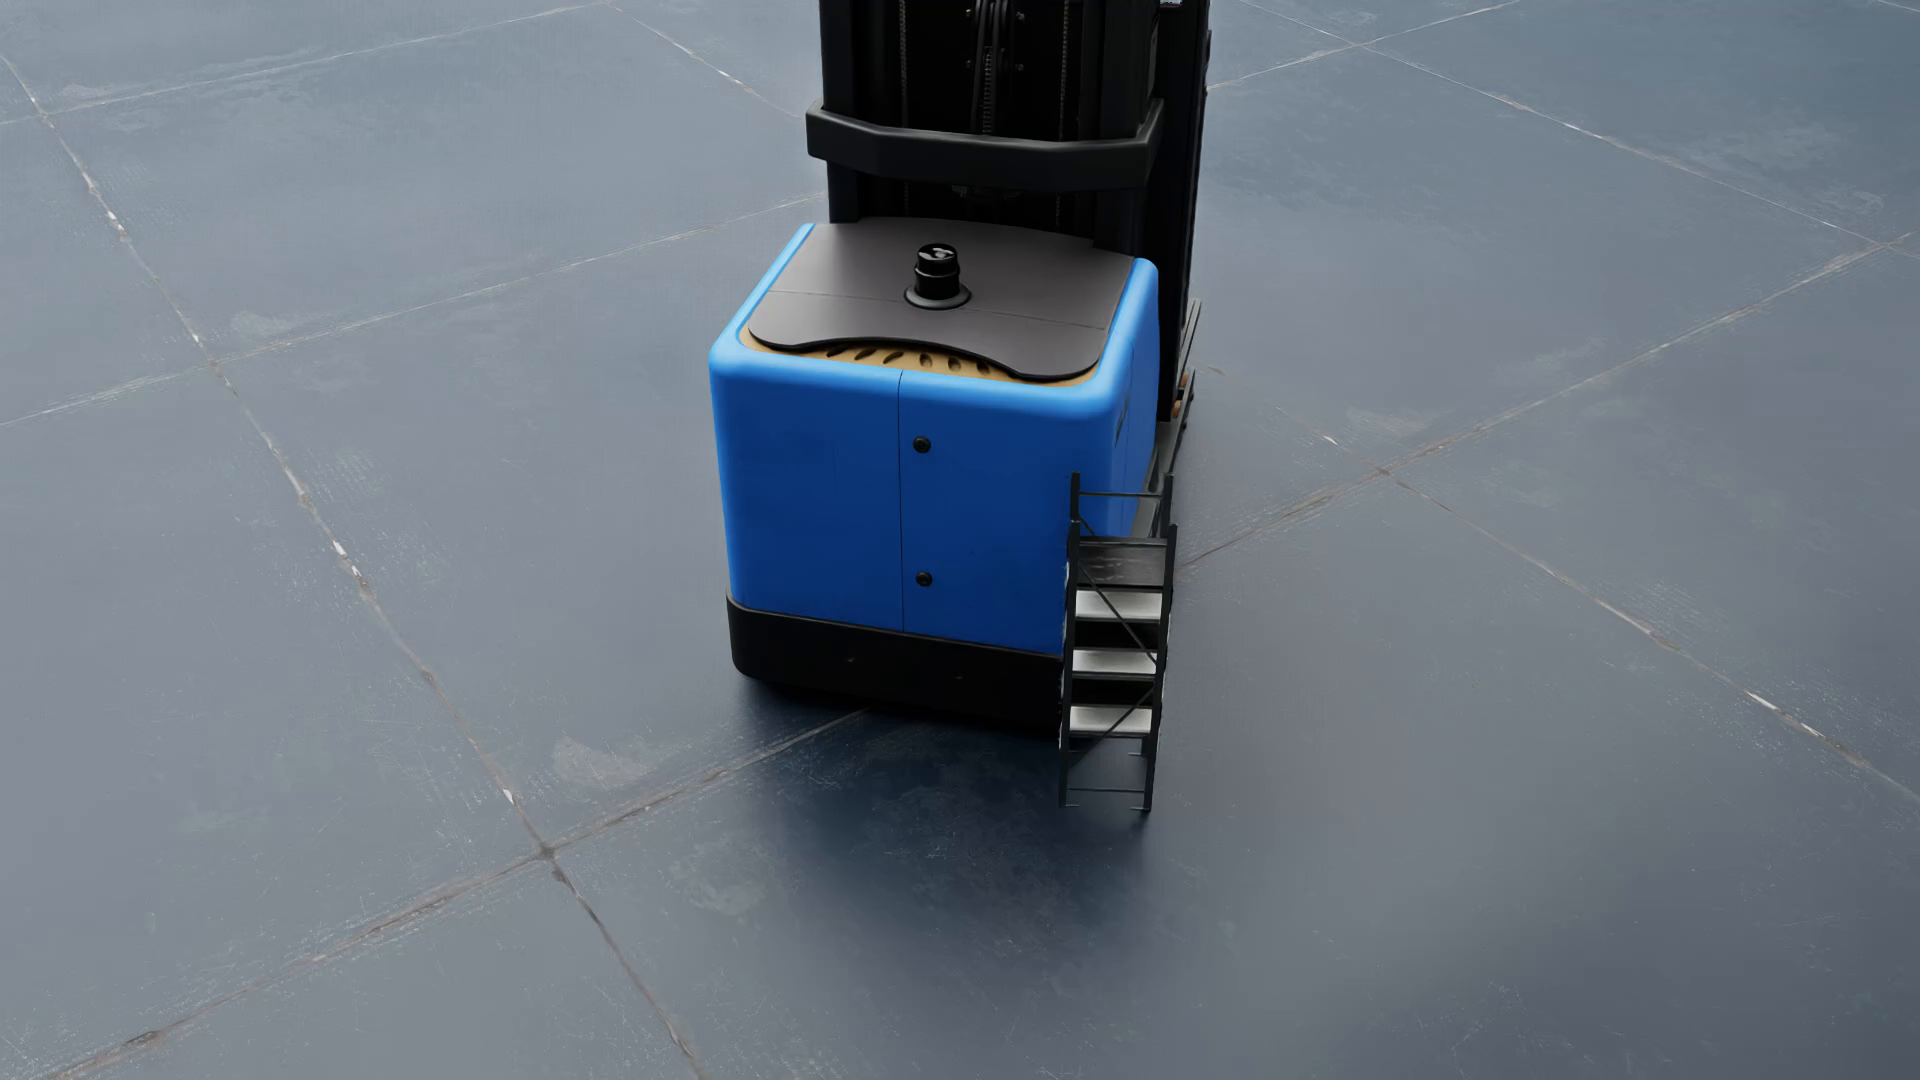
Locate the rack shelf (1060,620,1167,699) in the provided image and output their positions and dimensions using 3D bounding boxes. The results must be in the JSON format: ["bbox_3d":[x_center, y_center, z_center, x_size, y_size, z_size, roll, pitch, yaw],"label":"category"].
[{"bbox_3d":[0.378,0.294,4.128,0.258,0.077,0.200,2,36,3],"label":"rack shelf"}]

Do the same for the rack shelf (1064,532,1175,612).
[{"bbox_3d":[0.378,0.075,3.970,0.258,0.077,0.200,2,36,3],"label":"rack shelf"}]

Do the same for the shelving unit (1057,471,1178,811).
[{"bbox_3d":[0.378,0.267,4.108,0.258,0.900,0.210,2,36,3],"label":"shelving unit"}]

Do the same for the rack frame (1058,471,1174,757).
[{"bbox_3d":[0.384,0.208,4.191,0.240,0.900,0.006,2,36,3],"label":"rack frame"}]

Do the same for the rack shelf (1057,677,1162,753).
[{"bbox_3d":[0.378,0.440,4.233,0.258,0.077,0.200,2,36,3],"label":"rack shelf"}]

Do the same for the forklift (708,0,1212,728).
[{"bbox_3d":[0.206,-1.547,4.891,1.130,2.935,3.031,8,36,11],"label":"forklift"}]

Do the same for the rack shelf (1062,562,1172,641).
[{"bbox_3d":[0.378,0.148,4.023,0.258,0.077,0.200,2,36,3],"label":"rack shelf"}]

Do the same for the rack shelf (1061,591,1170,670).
[{"bbox_3d":[0.378,0.221,4.075,0.258,0.077,0.200,2,36,3],"label":"rack shelf"}]

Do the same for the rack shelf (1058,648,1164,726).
[{"bbox_3d":[0.378,0.367,4.180,0.258,0.077,0.200,2,36,3],"label":"rack shelf"}]

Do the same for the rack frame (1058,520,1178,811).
[{"bbox_3d":[0.372,0.326,4.026,0.240,0.900,0.006,2,36,3],"label":"rack frame"}]
